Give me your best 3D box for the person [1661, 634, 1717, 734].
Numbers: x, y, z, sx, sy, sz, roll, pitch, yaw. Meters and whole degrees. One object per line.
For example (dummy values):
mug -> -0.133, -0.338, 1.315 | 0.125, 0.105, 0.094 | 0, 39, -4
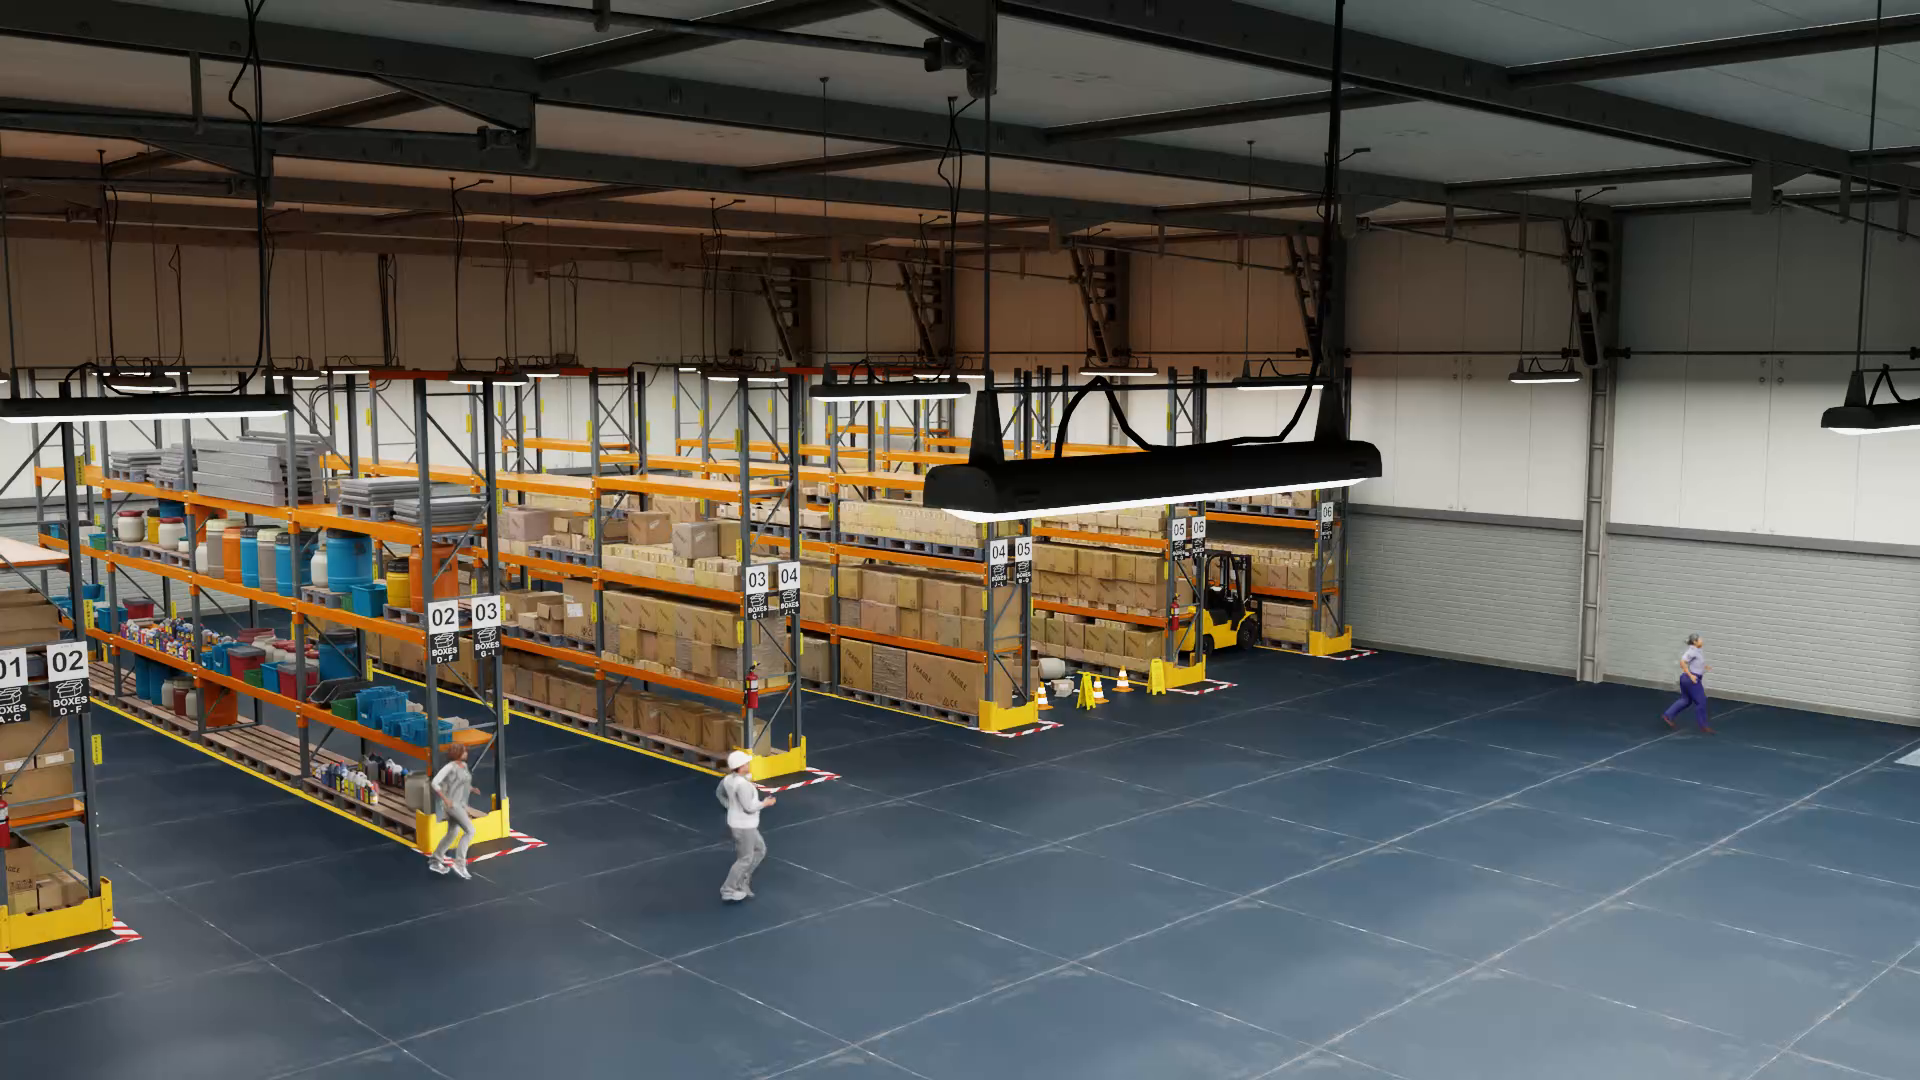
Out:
person -> 12.195, 2.388, 27.717 | 0.847, 1.635, 0.600 | 2, 7, 18

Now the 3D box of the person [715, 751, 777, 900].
person -> -2.463, 3.300, 19.201 | 0.669, 1.789, 0.640 | -2, 7, -20

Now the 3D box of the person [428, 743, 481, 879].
person -> -6.143, 3.280, 20.226 | 0.640, 1.610, 0.554 | 0, 6, -2
